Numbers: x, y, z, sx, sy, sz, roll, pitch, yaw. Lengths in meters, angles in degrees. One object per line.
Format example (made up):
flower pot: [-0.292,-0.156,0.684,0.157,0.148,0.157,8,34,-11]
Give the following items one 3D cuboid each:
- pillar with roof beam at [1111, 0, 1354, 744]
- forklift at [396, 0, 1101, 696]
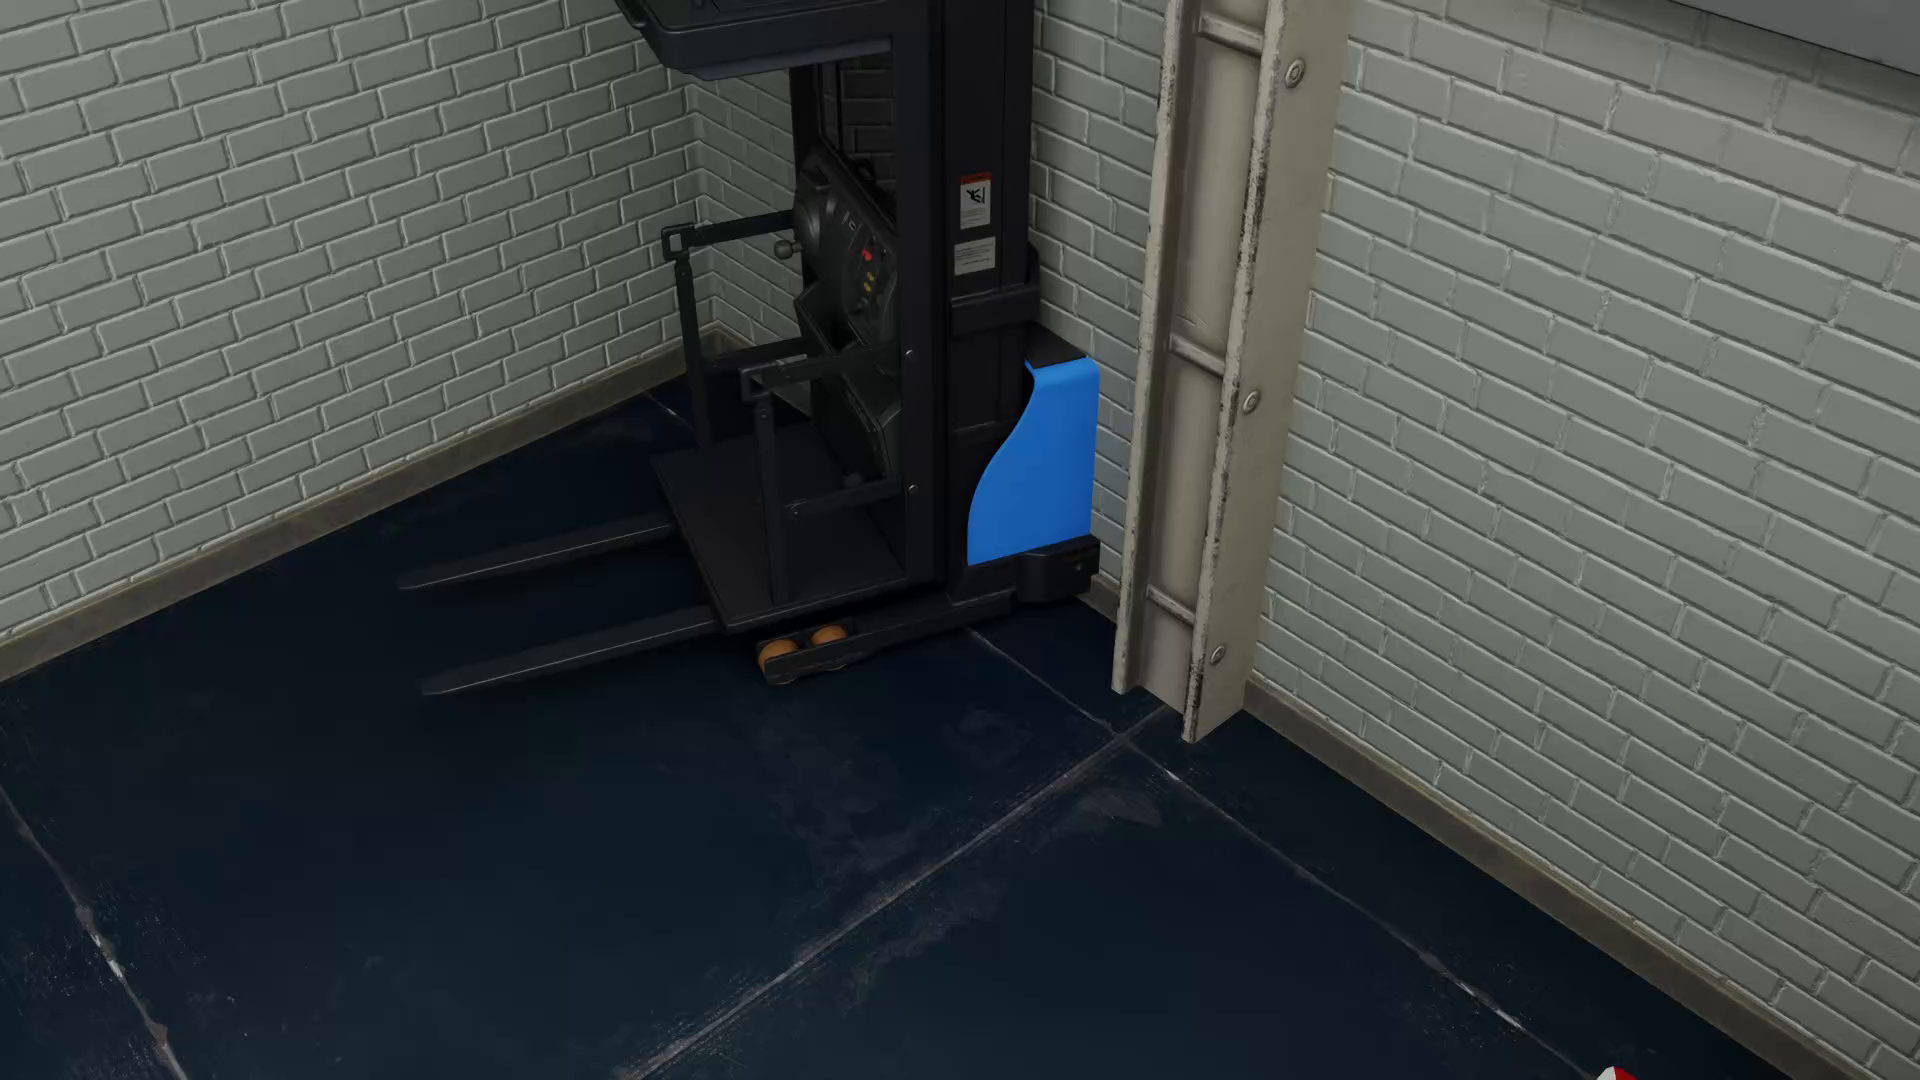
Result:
pillar with roof beam: [-2.375,-1.107,0.959,9.100,9.000,0.400,-30,48,-32]
forklift: [-0.582,-0.989,5.642,3.031,2.935,1.130,-15,41,-17]
